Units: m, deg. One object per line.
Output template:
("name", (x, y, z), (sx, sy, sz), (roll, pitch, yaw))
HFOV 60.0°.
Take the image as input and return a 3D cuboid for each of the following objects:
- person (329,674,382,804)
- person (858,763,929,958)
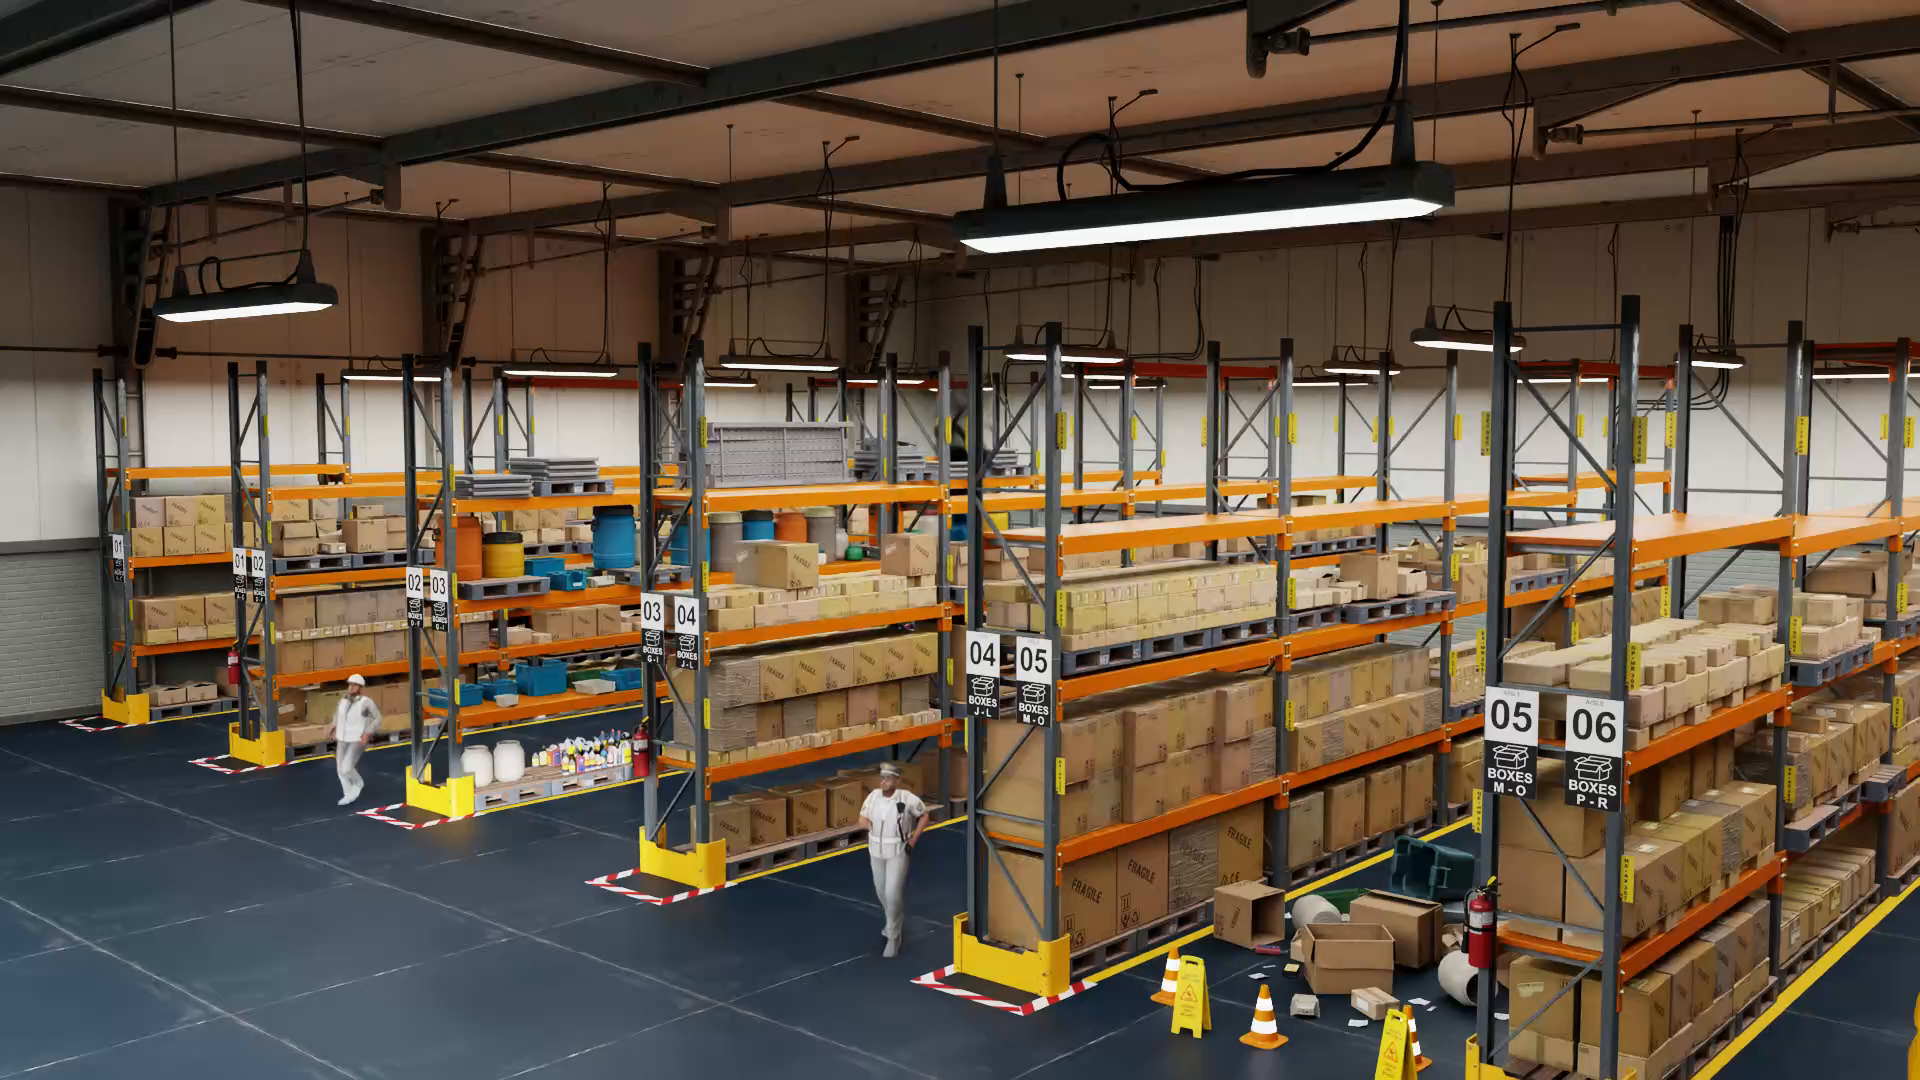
("person", (-8.130, 2.672, 22.185), (0.677, 1.738, 0.523), (1, 4, 18))
("person", (-0.687, 3.090, 16.259), (0.651, 1.870, 0.733), (2, 5, 25))
